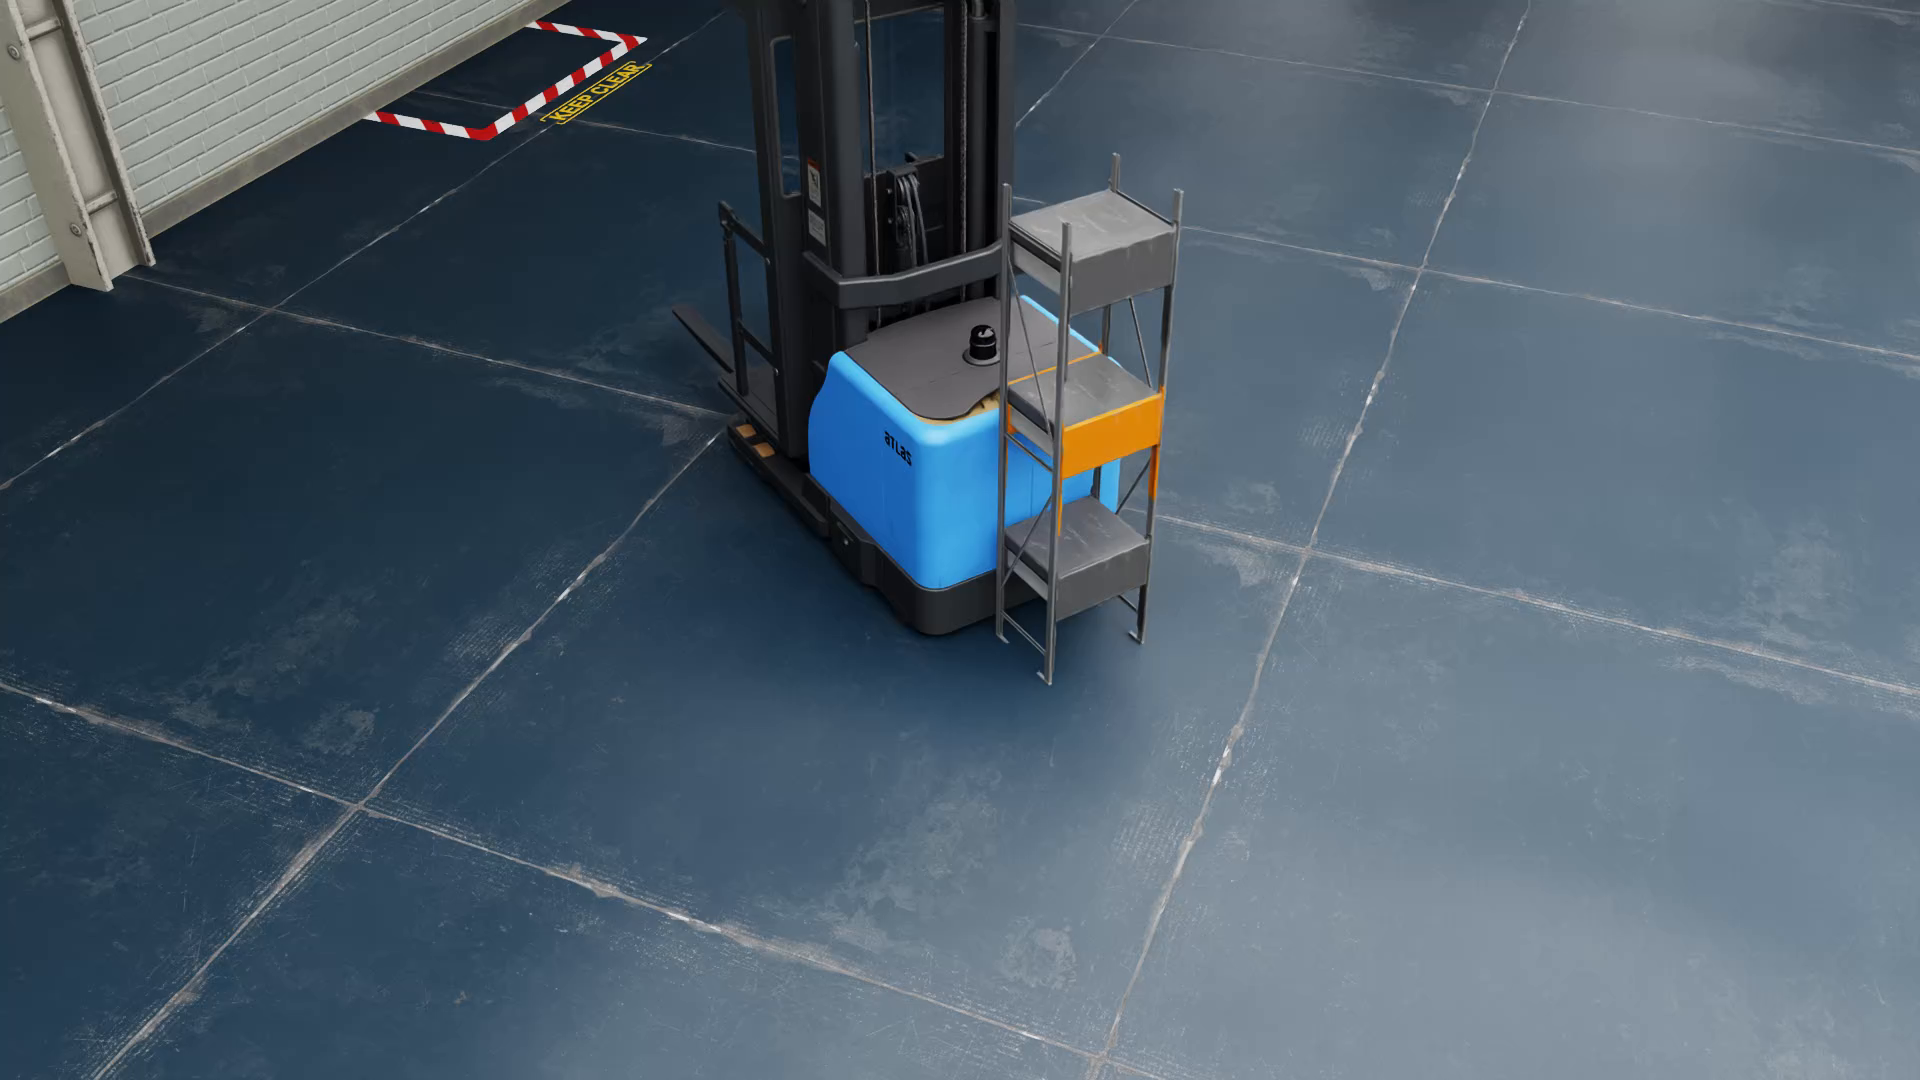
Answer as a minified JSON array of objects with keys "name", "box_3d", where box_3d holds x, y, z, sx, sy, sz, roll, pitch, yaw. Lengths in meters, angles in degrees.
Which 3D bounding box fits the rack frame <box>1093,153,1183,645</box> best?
[{"name":"rack frame","box_3d":[0.678,-0.492,6.655,0.015,2.100,0.400,-21,42,-26]}]

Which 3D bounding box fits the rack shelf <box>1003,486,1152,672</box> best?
[{"name":"rack shelf","box_3d":[0.473,0.159,6.976,0.480,0.518,0.431,-21,42,-26]}]

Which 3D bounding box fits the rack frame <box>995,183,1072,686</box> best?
[{"name":"rack frame","box_3d":[0.268,-0.333,6.442,0.015,2.100,0.400,-21,42,-26]}]

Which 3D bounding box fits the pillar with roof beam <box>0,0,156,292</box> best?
[{"name":"pillar with roof beam","box_3d":[-1.055,-4.214,5.872,9.100,9.000,0.400,14,39,18]}]

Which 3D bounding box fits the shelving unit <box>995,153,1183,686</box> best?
[{"name":"shelving unit","box_3d":[0.473,-0.413,6.548,0.503,2.100,0.431,-21,42,-26]}]

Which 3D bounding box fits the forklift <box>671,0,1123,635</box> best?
[{"name":"forklift","box_3d":[-0.496,-1.622,7.471,1.130,2.935,3.031,-21,41,-25]}]

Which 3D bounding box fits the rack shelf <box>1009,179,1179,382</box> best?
[{"name":"rack shelf","box_3d":[0.473,-0.963,6.137,0.480,0.518,0.431,-21,42,-26]}]

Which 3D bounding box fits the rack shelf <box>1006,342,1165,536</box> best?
[{"name":"rack shelf","box_3d":[0.473,-0.402,6.557,0.480,0.518,0.431,-21,42,-26]}]
